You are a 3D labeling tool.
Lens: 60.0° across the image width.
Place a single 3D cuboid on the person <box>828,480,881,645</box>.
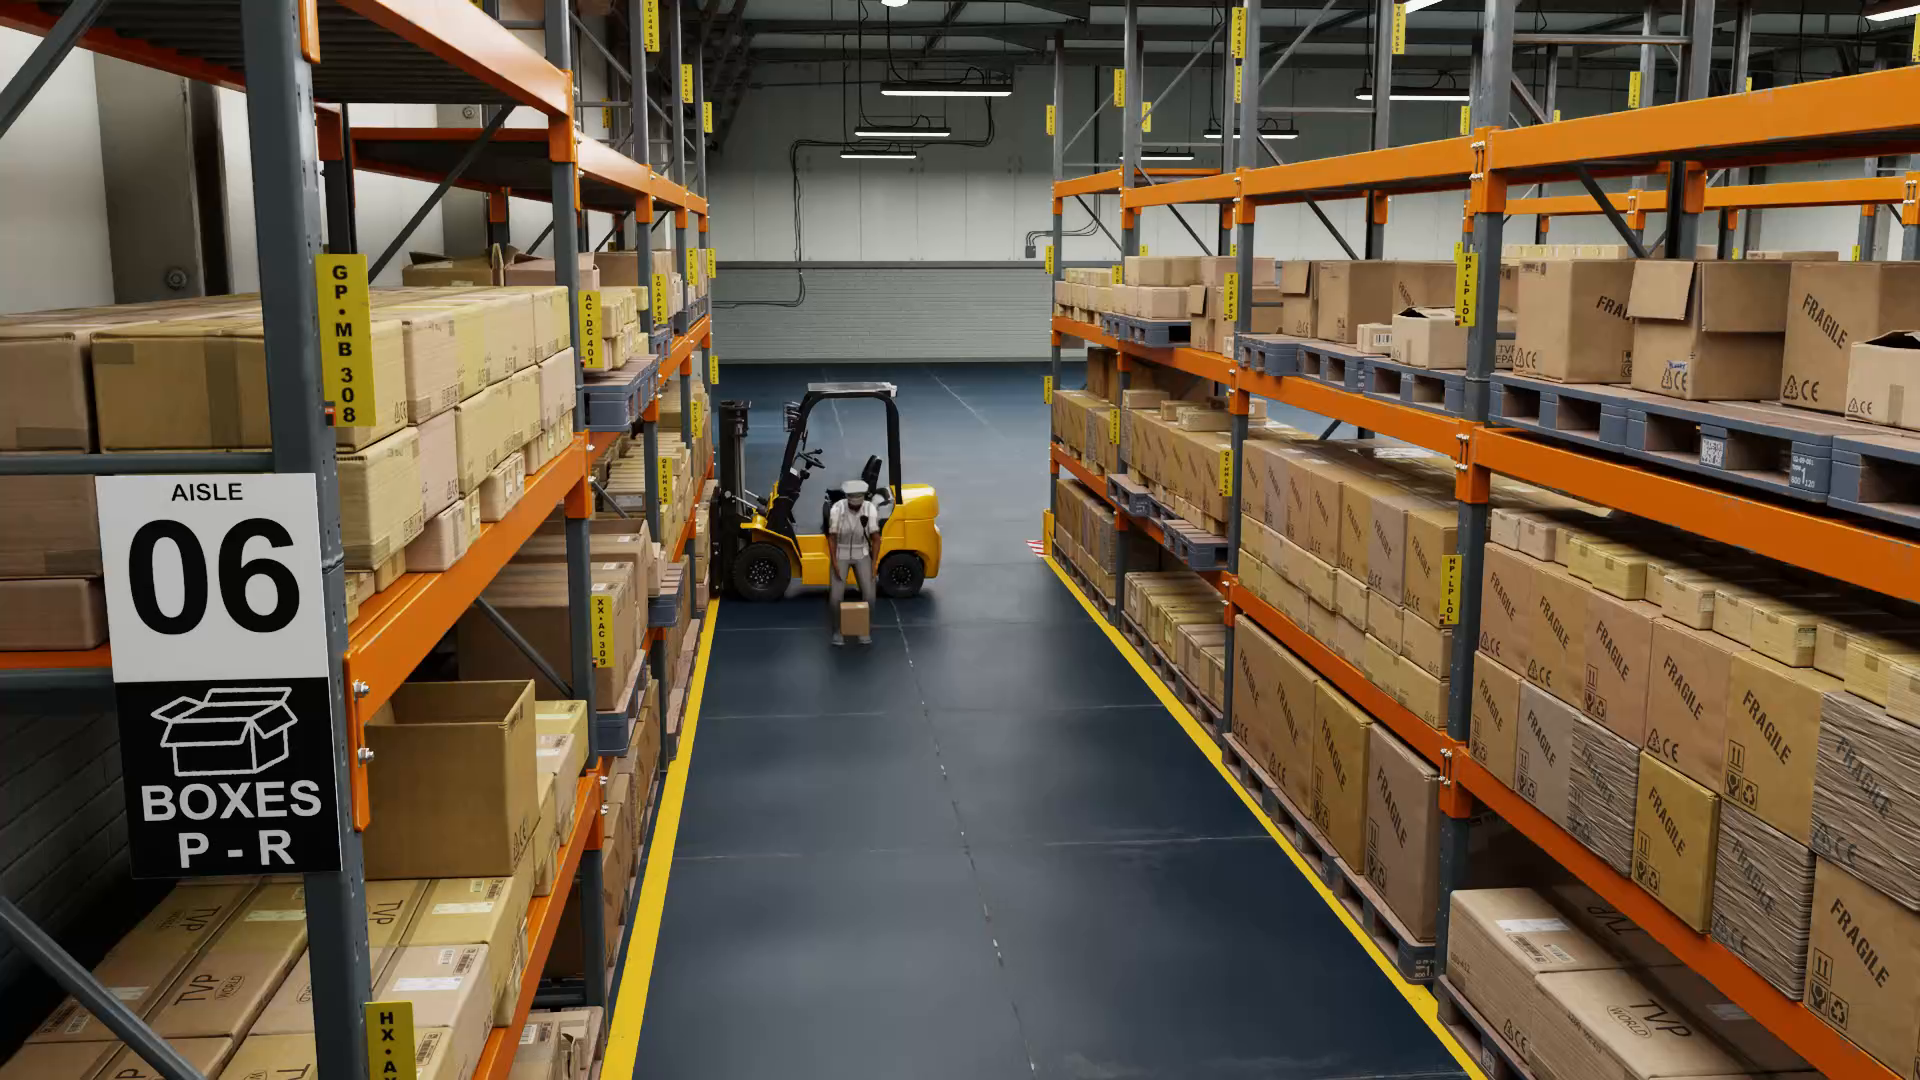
[{"bbox_3d":[-0.962,0.200,15.206,0.484,1.528,0.585,-1,10,-5],"label":"person"}]
